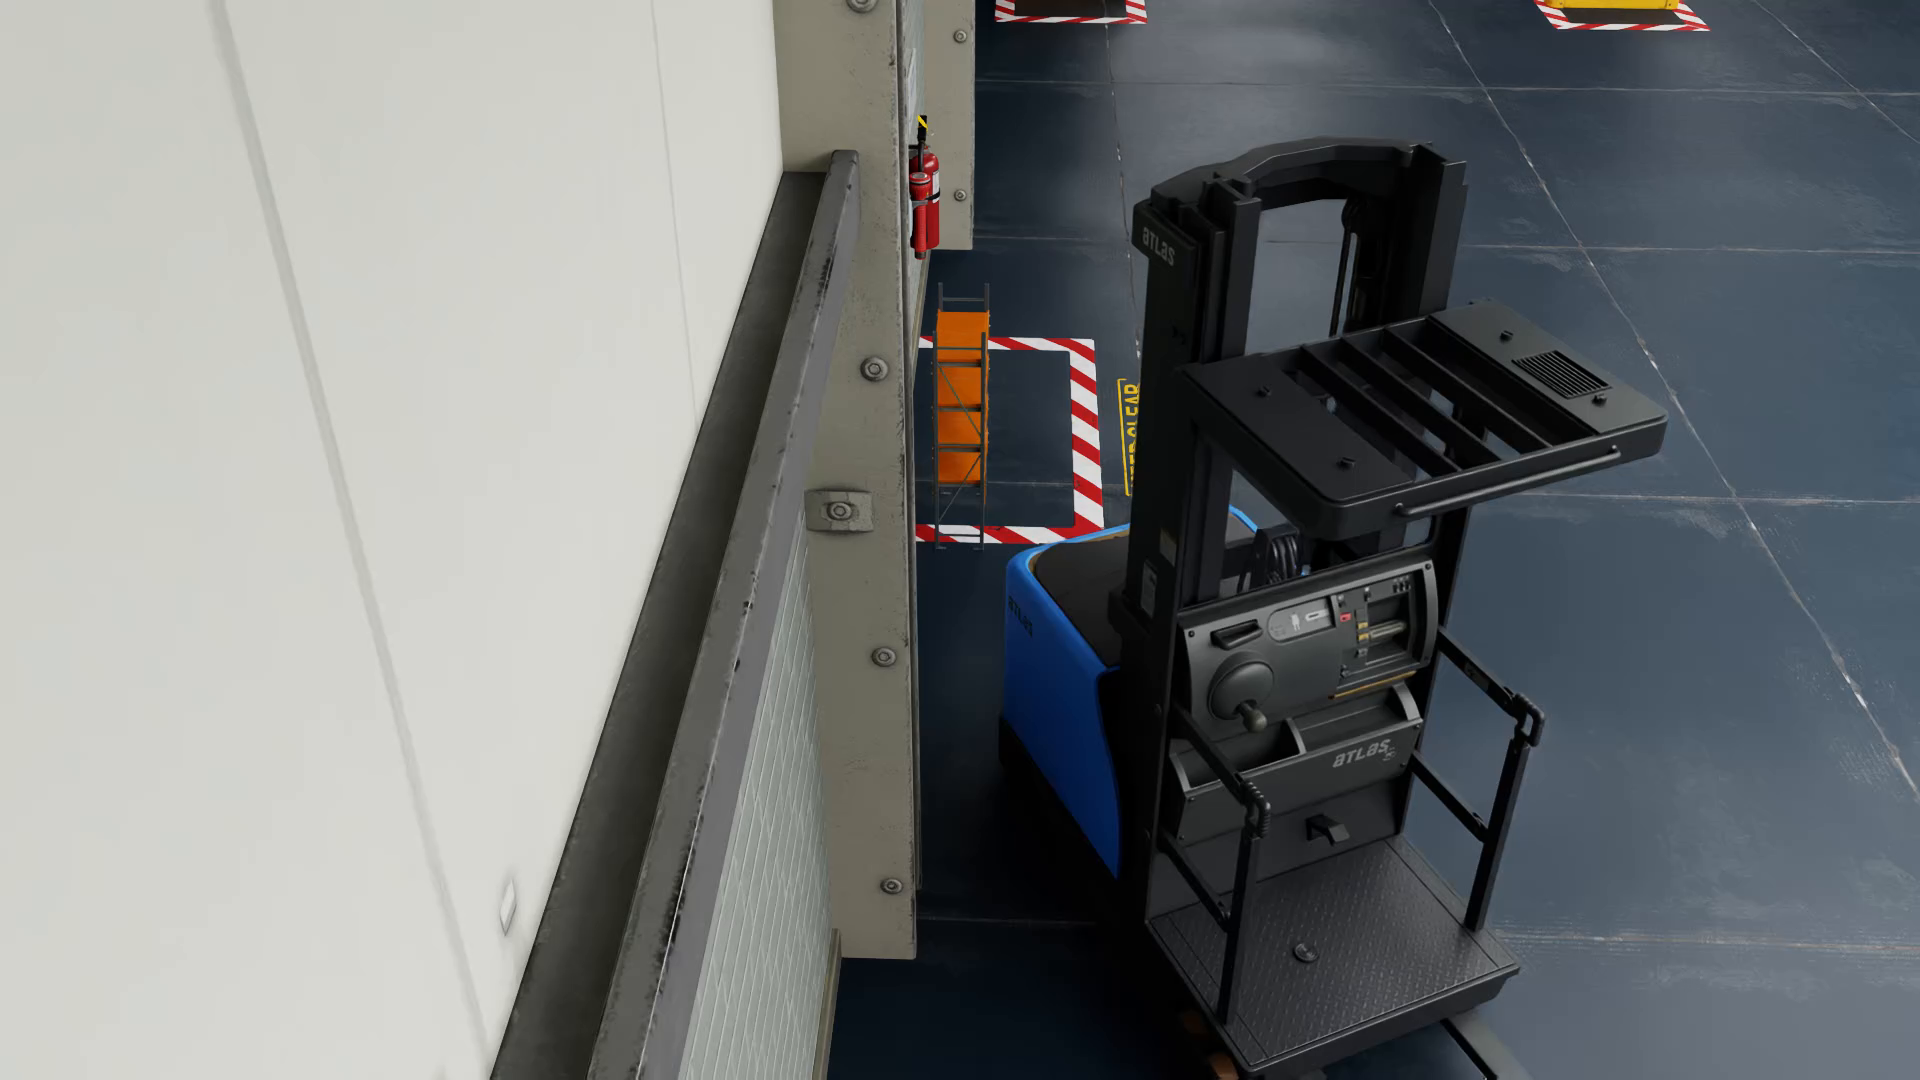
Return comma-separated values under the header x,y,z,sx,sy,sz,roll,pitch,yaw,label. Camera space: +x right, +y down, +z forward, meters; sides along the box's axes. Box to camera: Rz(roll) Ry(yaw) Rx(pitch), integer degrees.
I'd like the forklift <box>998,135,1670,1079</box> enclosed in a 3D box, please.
x,y,z,sx,sy,sz,roll,pitch,yaw,label
1.211,0.398,5.135,1.130,2.935,3.031,-14,37,-19,forklift

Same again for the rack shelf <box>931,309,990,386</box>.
x,y,z,sx,sy,sz,roll,pitch,yaw,label
0.007,-0.907,7.814,0.258,0.148,0.480,1,35,2,rack shelf

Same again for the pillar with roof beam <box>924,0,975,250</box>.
x,y,z,sx,sy,sz,roll,pitch,yaw,label
4.234,-5.616,8.415,9.100,9.000,0.400,1,35,2,pillar with roof beam

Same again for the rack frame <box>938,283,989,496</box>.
x,y,z,sx,sy,sz,roll,pitch,yaw,label
0.016,-0.726,8.240,0.240,1.200,0.015,1,35,2,rack frame

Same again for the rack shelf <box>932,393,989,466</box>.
x,y,z,sx,sy,sz,roll,pitch,yaw,label
0.007,-0.531,8.079,0.258,0.148,0.480,1,35,2,rack shelf

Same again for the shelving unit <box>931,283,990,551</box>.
x,y,z,sx,sy,sz,roll,pitch,yaw,label
0.007,-0.586,8.040,0.258,1.200,0.503,1,35,2,shelving unit

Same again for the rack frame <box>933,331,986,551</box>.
x,y,z,sx,sy,sz,roll,pitch,yaw,label
-0.003,-0.446,7.841,0.240,1.200,0.015,1,35,2,rack frame

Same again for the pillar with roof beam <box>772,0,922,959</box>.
x,y,z,sx,sy,sz,roll,pitch,yaw,label
3.993,-2.169,3.510,9.100,9.000,0.400,1,35,2,pillar with roof beam

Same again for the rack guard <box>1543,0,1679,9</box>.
x,y,z,sx,sy,sz,roll,pitch,yaw,label
5.959,-5.138,15.125,1.175,0.500,0.348,1,35,2,rack guard

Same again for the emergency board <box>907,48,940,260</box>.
x,y,z,sx,sy,sz,roll,pitch,yaw,label
-0.205,-1.842,8.263,0.194,1.169,0.643,1,35,2,emergency board

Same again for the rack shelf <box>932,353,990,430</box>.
x,y,z,sx,sy,sz,roll,pitch,yaw,label
0.007,-0.714,7.950,0.258,0.148,0.480,1,35,2,rack shelf

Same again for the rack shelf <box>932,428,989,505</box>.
x,y,z,sx,sy,sz,roll,pitch,yaw,label
0.007,-0.368,8.193,0.258,0.148,0.480,1,35,2,rack shelf
